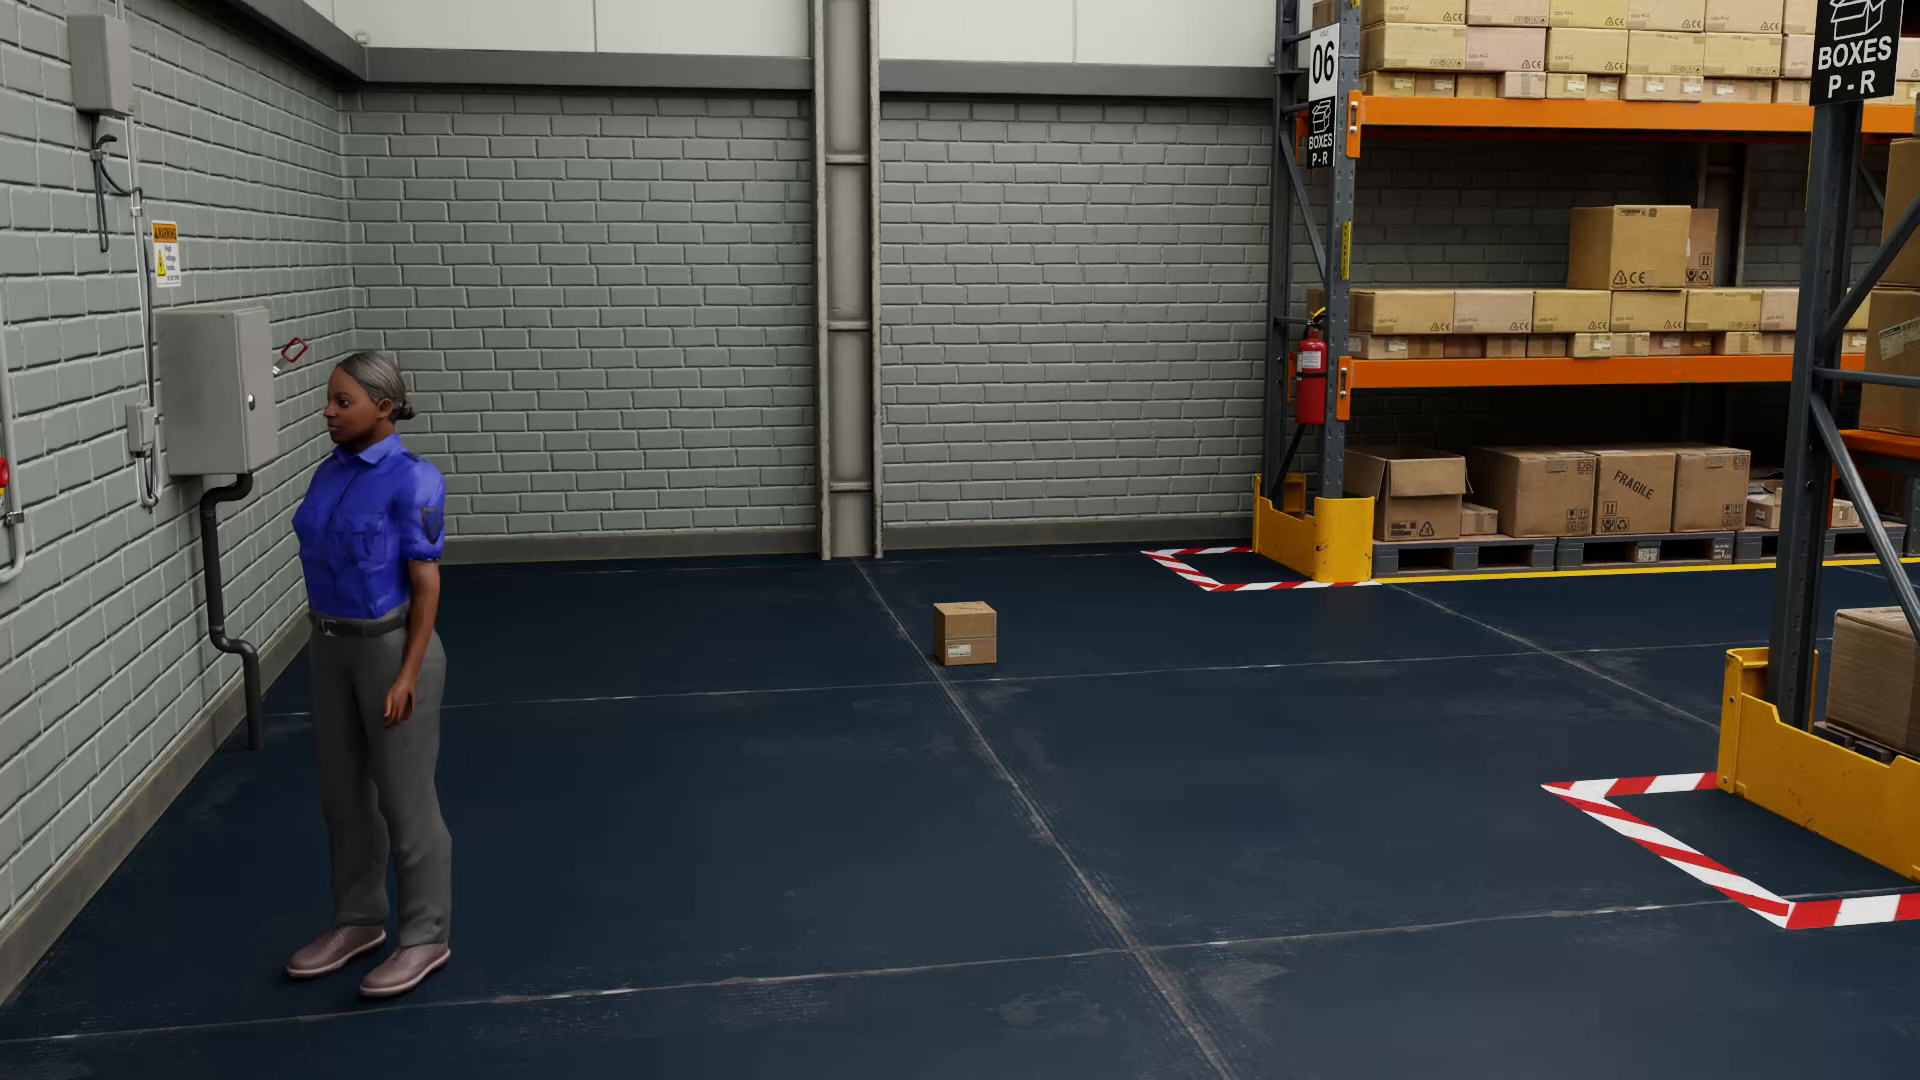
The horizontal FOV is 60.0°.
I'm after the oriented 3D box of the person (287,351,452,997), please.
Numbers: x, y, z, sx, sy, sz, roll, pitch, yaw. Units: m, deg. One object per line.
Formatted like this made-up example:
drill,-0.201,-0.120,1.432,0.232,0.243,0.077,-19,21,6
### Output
person,-1.562,0.341,4.378,0.440,1.661,0.361,5,11,29
